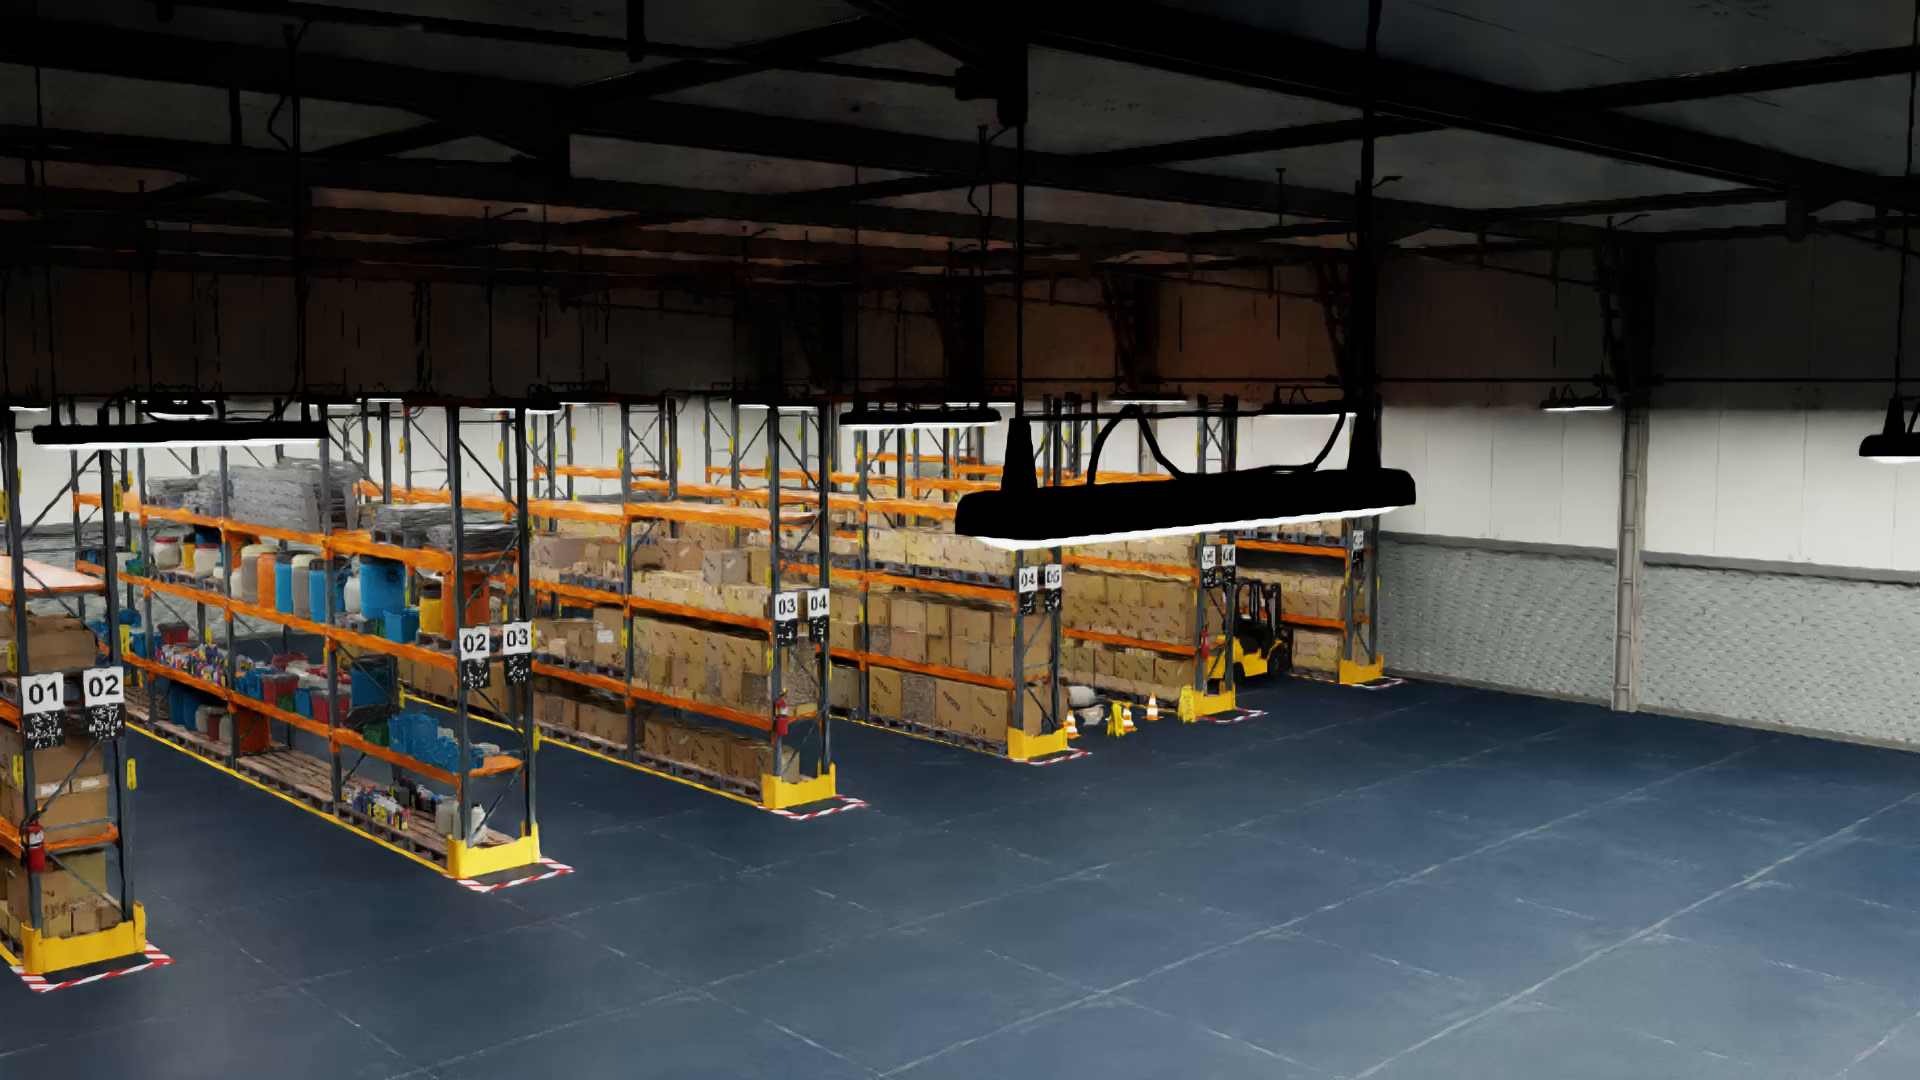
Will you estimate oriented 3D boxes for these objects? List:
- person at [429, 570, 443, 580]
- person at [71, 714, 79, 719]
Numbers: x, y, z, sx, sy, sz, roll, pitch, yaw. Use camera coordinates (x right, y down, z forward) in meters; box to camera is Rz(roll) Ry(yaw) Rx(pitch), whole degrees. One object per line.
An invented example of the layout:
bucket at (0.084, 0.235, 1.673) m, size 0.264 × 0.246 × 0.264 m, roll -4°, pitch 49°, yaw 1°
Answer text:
person at (-13.075, 1.417, 41.853) m, size 0.554 × 1.722 × 1.037 m, roll -4°, pitch 7°, yaw -34°
person at (-12.556, 3.185, 23.543) m, size 1.104 × 1.716 × 0.577 m, roll 4°, pitch 7°, yaw 38°
